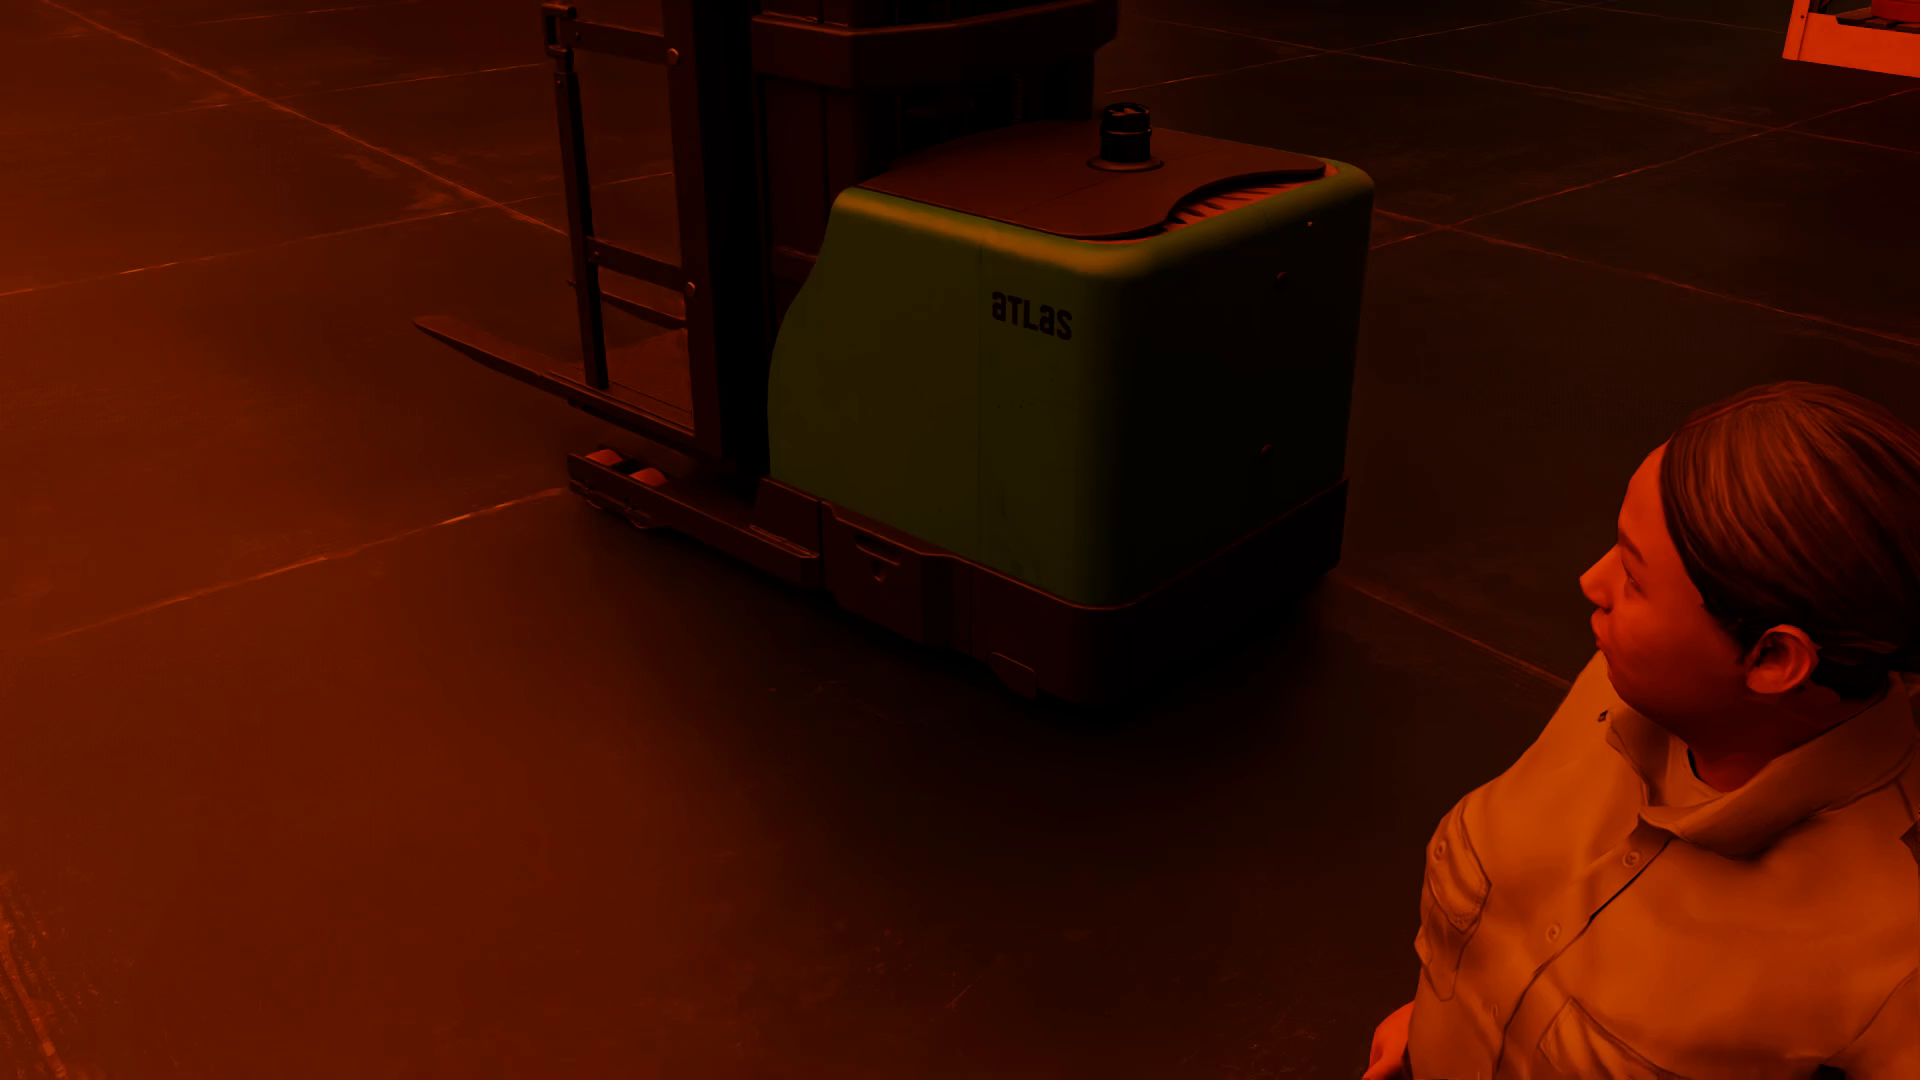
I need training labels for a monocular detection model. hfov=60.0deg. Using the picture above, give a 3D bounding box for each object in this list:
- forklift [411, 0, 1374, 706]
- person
[{"bbox_3d":[-0.460,-1.493,4.213,3.031,2.935,1.130,22,34,37],"label":"forklift"},{"bbox_3d":[0.479,0.633,1.386,0.446,1.640,0.643,-9,28,-17],"label":"person"}]
